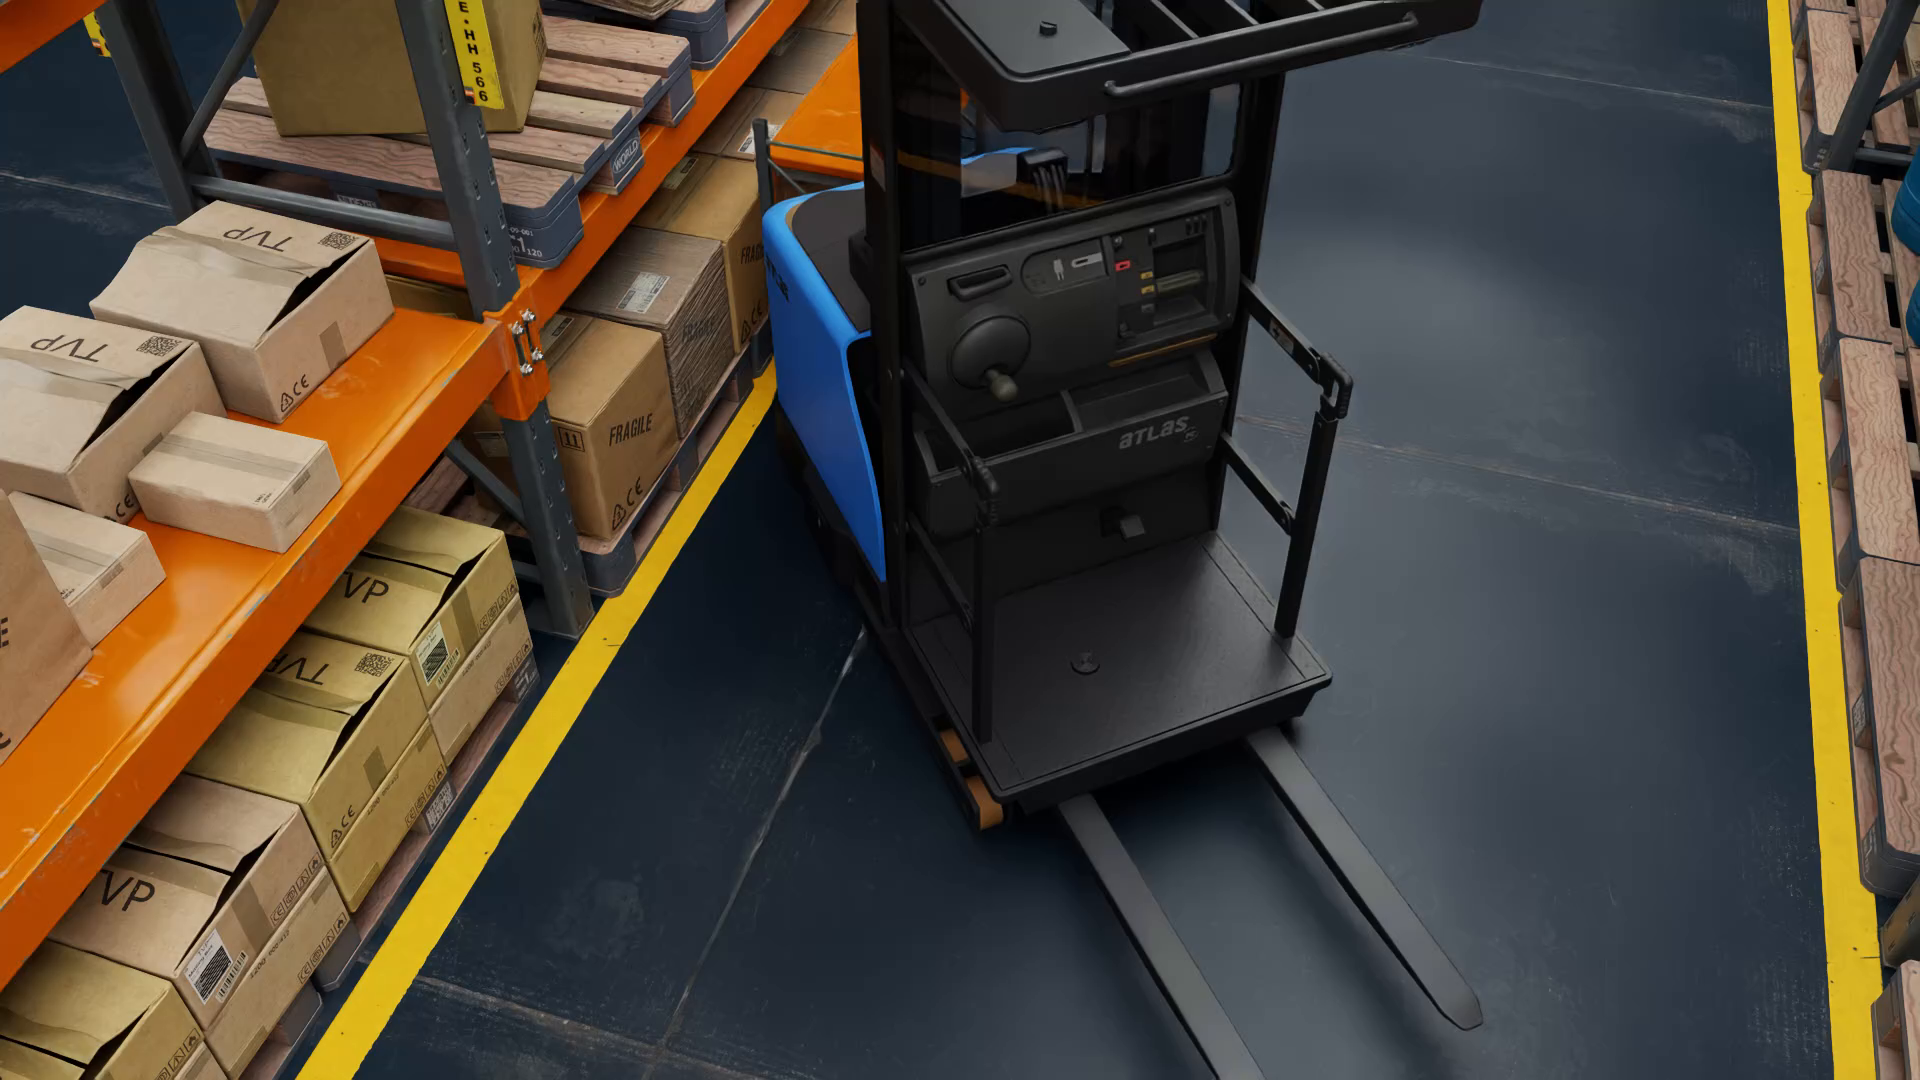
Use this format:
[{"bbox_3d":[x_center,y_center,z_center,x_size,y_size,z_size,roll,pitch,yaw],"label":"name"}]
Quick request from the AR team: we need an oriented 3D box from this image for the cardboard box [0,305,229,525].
[{"bbox_3d":[-2.154,-0.301,3.976,0.500,0.311,0.500,12,46,12],"label":"cardboard box"}]

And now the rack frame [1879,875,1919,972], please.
[{"bbox_3d":[3.021,0.164,3.438,1.000,3.000,0.127,13,46,13],"label":"rack frame"}]

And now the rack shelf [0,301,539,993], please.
[{"bbox_3d":[-2.305,0.703,3.402,1.077,0.370,4.000,13,46,13],"label":"rack shelf"}]

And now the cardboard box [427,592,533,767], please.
[{"bbox_3d":[-1.626,0.347,4.916,0.500,0.250,0.500,14,46,13],"label":"cardboard box"}]

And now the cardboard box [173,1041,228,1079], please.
[{"bbox_3d":[-2.087,1.370,3.871,0.500,0.250,0.500,13,46,13],"label":"cardboard box"}]

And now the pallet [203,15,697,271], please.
[{"bbox_3d":[-1.560,-1.286,5.057,1.213,0.211,1.003,13,46,13],"label":"pallet"}]

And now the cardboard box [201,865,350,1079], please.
[{"bbox_3d":[-1.934,1.026,4.222,0.500,0.250,0.500,14,46,13],"label":"cardboard box"}]

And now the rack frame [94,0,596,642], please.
[{"bbox_3d":[-1.699,-0.888,4.512,1.000,3.000,0.127,13,46,13],"label":"rack frame"}]

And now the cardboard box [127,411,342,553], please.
[{"bbox_3d":[-1.708,-0.140,3.928,0.380,0.149,0.250,13,46,13],"label":"cardboard box"}]

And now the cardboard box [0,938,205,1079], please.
[{"bbox_3d":[-2.083,1.163,3.682,0.500,0.311,0.500,14,46,14],"label":"cardboard box"}]

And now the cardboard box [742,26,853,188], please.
[{"bbox_3d":[-0.674,-1.766,6.883,0.500,0.500,0.500,13,46,13],"label":"cardboard box"}]

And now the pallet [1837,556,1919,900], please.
[{"bbox_3d":[3.220,0.626,4.959,1.003,0.211,1.213,13,46,13],"label":"pallet"}]

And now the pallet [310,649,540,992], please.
[{"bbox_3d":[-1.985,0.649,4.935,1.003,0.211,1.213,13,46,13],"label":"pallet"}]

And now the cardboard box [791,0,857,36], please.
[{"bbox_3d":[-0.522,-2.100,7.224,0.500,0.500,0.500,13,46,13],"label":"cardboard box"}]

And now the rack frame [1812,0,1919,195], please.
[{"bbox_3d":[4.232,-2.502,6.162,1.000,3.000,0.127,13,46,13],"label":"rack frame"}]

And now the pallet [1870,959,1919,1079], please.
[{"bbox_3d":[2.749,1.669,3.894,1.003,0.211,1.213,13,46,13],"label":"pallet"}]

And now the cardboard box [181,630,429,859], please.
[{"bbox_3d":[-1.774,0.494,4.366,0.500,0.311,0.500,12,46,12],"label":"cardboard box"}]

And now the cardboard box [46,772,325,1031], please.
[{"bbox_3d":[-1.929,0.829,4.022,0.500,0.311,0.500,12,46,12],"label":"cardboard box"}]

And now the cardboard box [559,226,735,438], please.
[{"bbox_3d":[-1.135,-0.745,5.839,0.500,0.500,0.500,11,45,11],"label":"cardboard box"}]

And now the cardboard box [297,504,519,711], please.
[{"bbox_3d":[-1.623,0.146,4.721,0.500,0.311,0.500,14,46,14],"label":"cardboard box"}]

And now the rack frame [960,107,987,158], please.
[{"bbox_3d":[-0.135,-1.631,6.612,0.500,1.125,0.032,13,46,13],"label":"rack frame"}]

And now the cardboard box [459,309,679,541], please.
[{"bbox_3d":[-1.289,-0.394,5.481,0.500,0.500,0.500,14,46,14],"label":"cardboard box"}]

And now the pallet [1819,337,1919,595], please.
[{"bbox_3d":[3.591,-0.184,5.787,1.003,0.211,1.213,13,46,13],"label":"pallet"}]

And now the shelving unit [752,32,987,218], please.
[{"bbox_3d":[-0.295,-1.294,6.268,0.538,1.125,1.048,13,46,13],"label":"shelving unit"}]

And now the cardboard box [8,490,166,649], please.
[{"bbox_3d":[-2.031,0.064,3.719,0.380,0.149,0.250,16,47,15],"label":"cardboard box"}]

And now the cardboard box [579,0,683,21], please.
[{"bbox_3d":[-1.157,-2.086,5.366,0.700,0.500,0.500,21,48,20],"label":"cardboard box"}]

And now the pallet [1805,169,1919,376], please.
[{"bbox_3d":[3.959,-1.000,6.621,1.003,0.211,1.213,13,46,13],"label":"pallet"}]

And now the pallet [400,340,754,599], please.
[{"bbox_3d":[-1.437,-0.381,5.988,1.003,0.211,1.213,13,46,13],"label":"pallet"}]

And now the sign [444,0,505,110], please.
[{"bbox_3d":[-1.169,-1.186,3.990,0.100,0.325,0.005,13,46,13],"label":"sign"}]

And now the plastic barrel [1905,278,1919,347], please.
[{"bbox_3d":[3.837,-1.071,5.900,0.600,0.901,0.708,13,46,13],"label":"plastic barrel"}]

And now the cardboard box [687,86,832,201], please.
[{"bbox_3d":[-0.826,-1.427,6.536,0.500,0.500,0.500,11,45,11],"label":"cardboard box"}]

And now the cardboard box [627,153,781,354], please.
[{"bbox_3d":[-0.979,-1.078,6.179,0.500,0.500,0.500,12,46,12],"label":"cardboard box"}]

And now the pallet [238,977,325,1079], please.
[{"bbox_3d":[-2.357,1.460,4.107,1.003,0.211,1.213,13,46,13],"label":"pallet"}]

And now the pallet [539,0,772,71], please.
[{"bbox_3d":[-1.114,-2.116,5.905,1.003,0.211,1.213,13,46,13],"label":"pallet"}]

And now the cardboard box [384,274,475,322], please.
[{"bbox_3d":[-1.639,-0.825,5.921,0.500,0.500,0.500,14,46,14],"label":"cardboard box"}]

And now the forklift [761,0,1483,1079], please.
[{"bbox_3d":[0.405,-0.547,4.214,1.130,2.935,3.031,-17,47,-17],"label":"forklift"}]

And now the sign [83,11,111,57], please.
[{"bbox_3d":[-2.219,-1.382,4.246,0.100,0.325,0.005,13,46,13],"label":"sign"}]

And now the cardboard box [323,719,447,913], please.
[{"bbox_3d":[-1.778,0.692,4.564,0.500,0.250,0.500,12,46,12],"label":"cardboard box"}]

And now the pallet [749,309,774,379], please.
[{"bbox_3d":[-1.065,-1.191,6.816,1.003,0.211,1.213,13,46,13],"label":"pallet"}]

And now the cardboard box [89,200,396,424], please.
[{"bbox_3d":[-1.851,-0.623,4.305,0.500,0.311,0.500,15,46,15],"label":"cardboard box"}]

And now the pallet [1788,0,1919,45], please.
[{"bbox_3d":[4.785,-2.820,8.481,1.003,0.211,1.213,13,46,13],"label":"pallet"}]

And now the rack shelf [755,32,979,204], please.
[{"bbox_3d":[-0.295,-1.503,6.063,0.538,0.278,1.000,13,46,13],"label":"rack shelf"}]

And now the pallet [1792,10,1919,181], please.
[{"bbox_3d":[4.418,-2.004,7.647,1.003,0.211,1.213,13,46,13],"label":"pallet"}]

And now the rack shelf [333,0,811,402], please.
[{"bbox_3d":[-1.093,-1.964,6.126,1.077,0.370,4.000,13,46,13],"label":"rack shelf"}]

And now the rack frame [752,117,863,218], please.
[{"bbox_3d":[-0.455,-0.956,5.923,0.500,1.125,0.032,13,46,13],"label":"rack frame"}]

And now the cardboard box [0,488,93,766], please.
[{"bbox_3d":[-2.191,0.198,3.331,0.500,0.500,0.500,10,45,10],"label":"cardboard box"}]

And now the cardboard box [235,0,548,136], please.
[{"bbox_3d":[-1.616,-1.517,4.784,0.700,0.500,0.500,-1,44,-1],"label":"cardboard box"}]

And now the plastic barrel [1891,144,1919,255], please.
[{"bbox_3d":[4.051,-1.543,6.383,0.600,0.901,0.708,13,46,13],"label":"plastic barrel"}]
